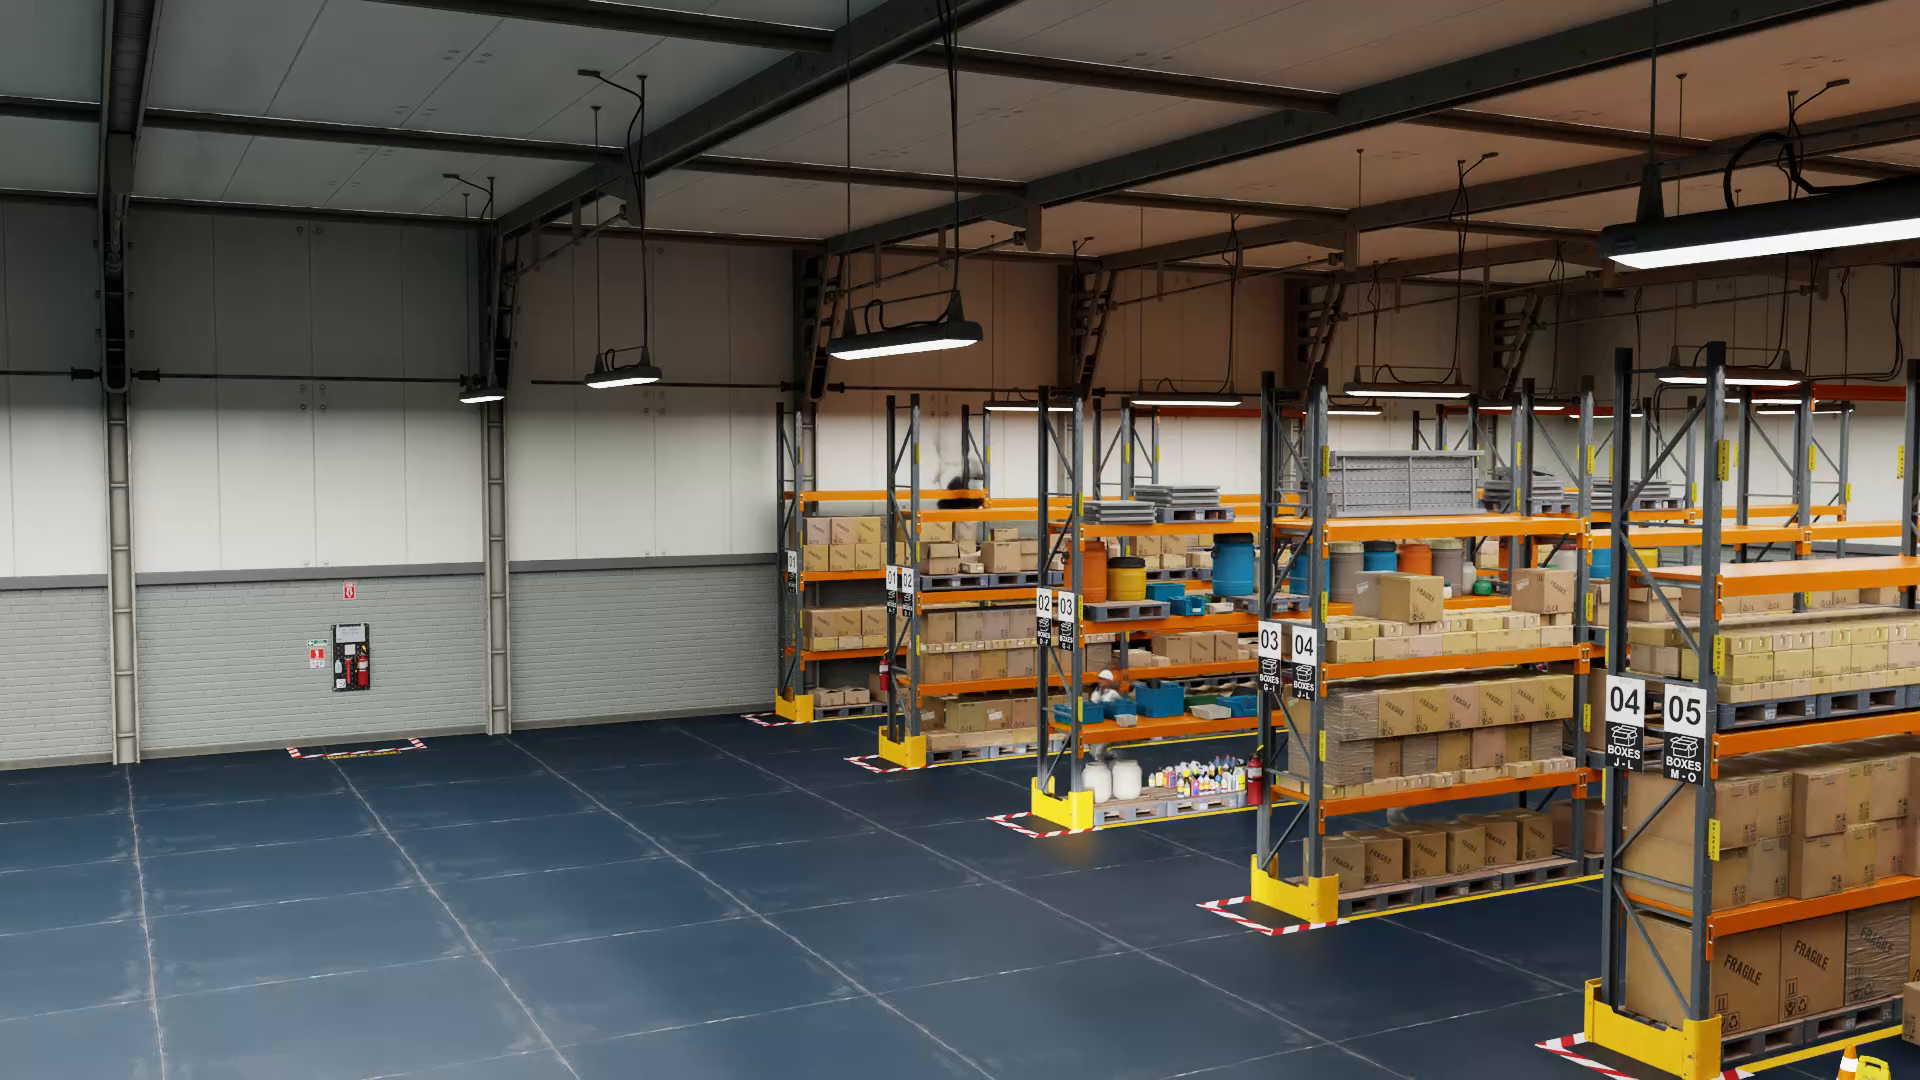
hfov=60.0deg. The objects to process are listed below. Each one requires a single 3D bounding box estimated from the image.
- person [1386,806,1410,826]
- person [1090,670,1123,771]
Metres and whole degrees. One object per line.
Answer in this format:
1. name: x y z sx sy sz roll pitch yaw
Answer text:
1. person: 5.558 3.146 21.150 0.576 1.638 0.591 -2 4 -31
2. person: 2.234 2.863 25.466 0.661 1.744 0.733 3 5 45
